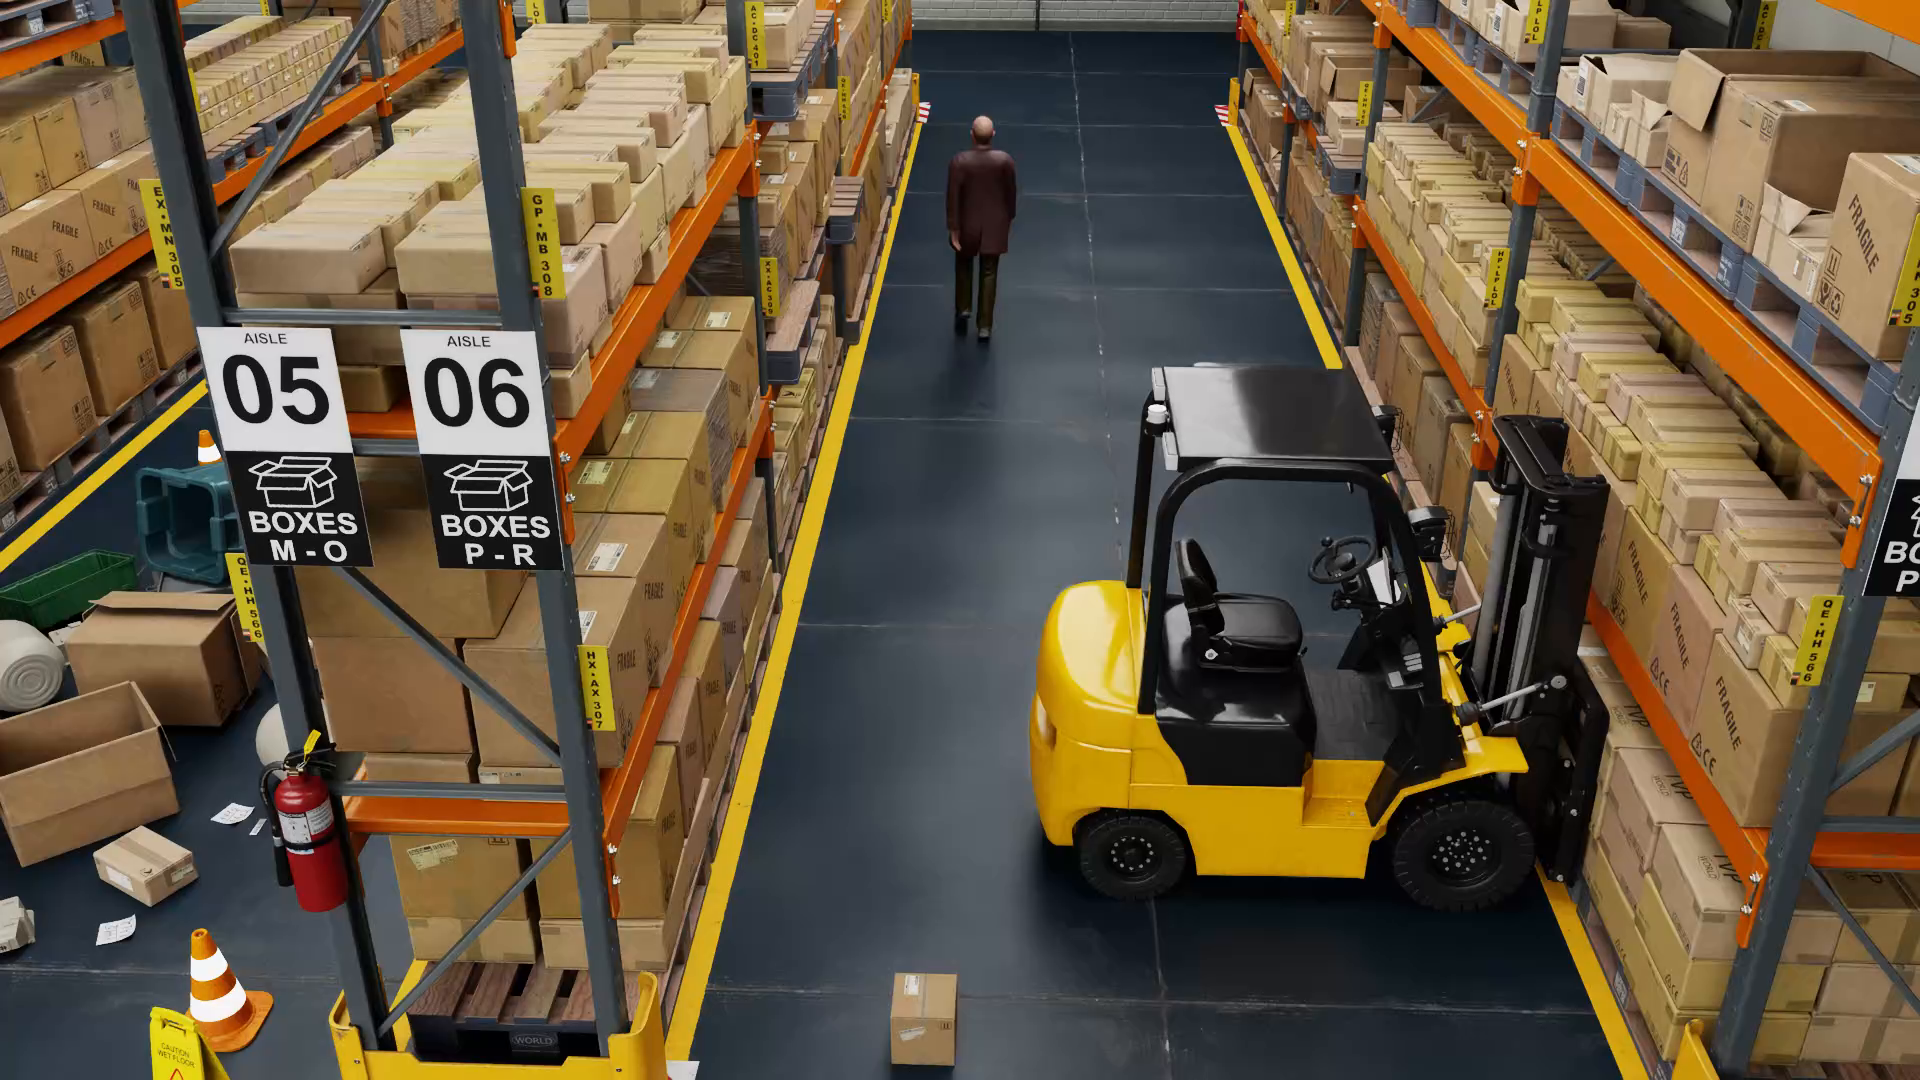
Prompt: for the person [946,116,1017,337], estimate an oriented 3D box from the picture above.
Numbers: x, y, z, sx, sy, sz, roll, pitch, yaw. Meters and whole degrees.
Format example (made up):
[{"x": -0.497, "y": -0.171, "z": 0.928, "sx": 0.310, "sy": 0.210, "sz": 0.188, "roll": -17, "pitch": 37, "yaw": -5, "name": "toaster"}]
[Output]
[{"x": 0.174, "y": -2.552, "z": 13.552, "sx": 0.572, "sy": 1.839, "sz": 0.738, "roll": 0, "pitch": 28, "yaw": 0, "name": "person"}]
